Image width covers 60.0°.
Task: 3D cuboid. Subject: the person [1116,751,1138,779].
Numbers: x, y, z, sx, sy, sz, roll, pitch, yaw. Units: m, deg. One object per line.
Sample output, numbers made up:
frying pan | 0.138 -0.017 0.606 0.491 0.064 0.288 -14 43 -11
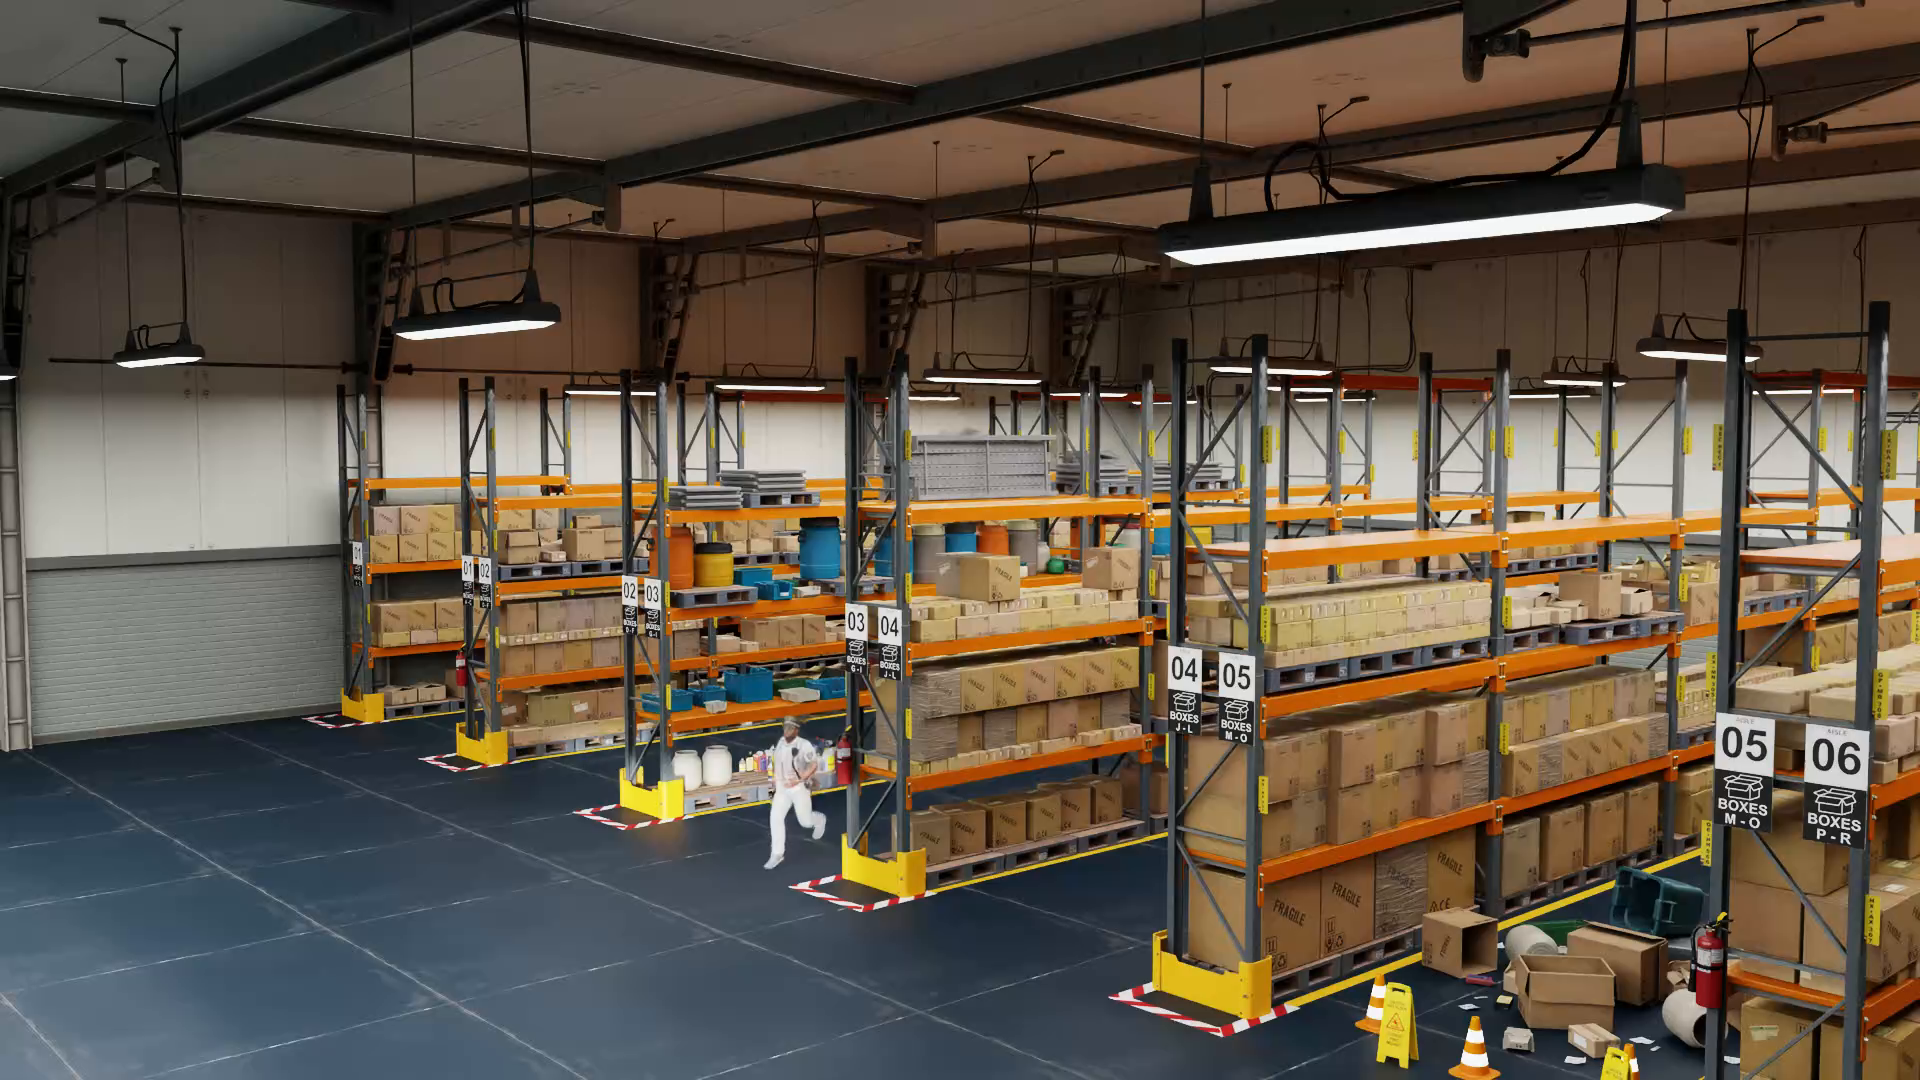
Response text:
person | 2.407 2.731 24.049 0.612 1.748 0.805 4 5 44

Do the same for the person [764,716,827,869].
person | -1.990 2.995 20.020 0.634 1.787 1.068 2 4 25
